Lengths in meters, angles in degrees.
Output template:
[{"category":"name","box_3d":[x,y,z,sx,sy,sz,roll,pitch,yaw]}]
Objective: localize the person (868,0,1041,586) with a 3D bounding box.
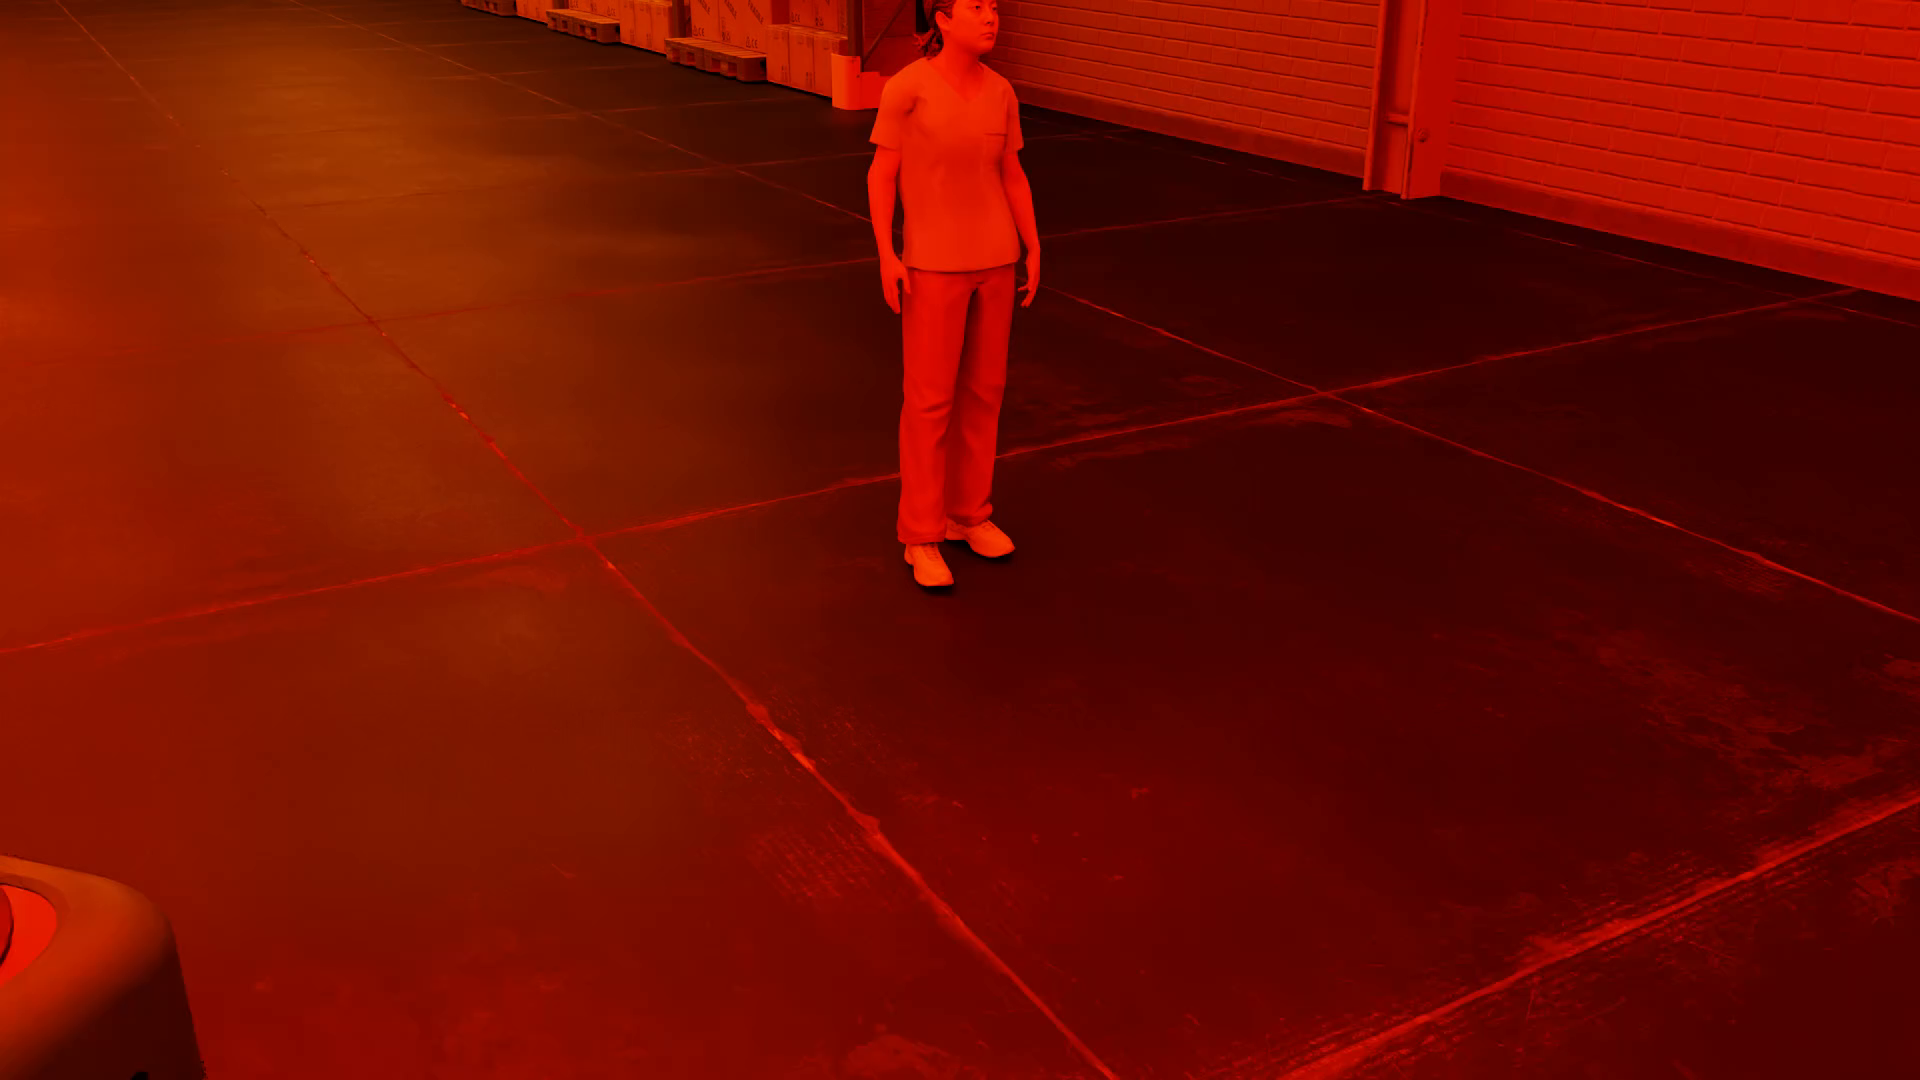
[{"category":"person","box_3d":[0.027,-0.755,4.749,0.553,1.673,0.548,-12,25,-28]}]
